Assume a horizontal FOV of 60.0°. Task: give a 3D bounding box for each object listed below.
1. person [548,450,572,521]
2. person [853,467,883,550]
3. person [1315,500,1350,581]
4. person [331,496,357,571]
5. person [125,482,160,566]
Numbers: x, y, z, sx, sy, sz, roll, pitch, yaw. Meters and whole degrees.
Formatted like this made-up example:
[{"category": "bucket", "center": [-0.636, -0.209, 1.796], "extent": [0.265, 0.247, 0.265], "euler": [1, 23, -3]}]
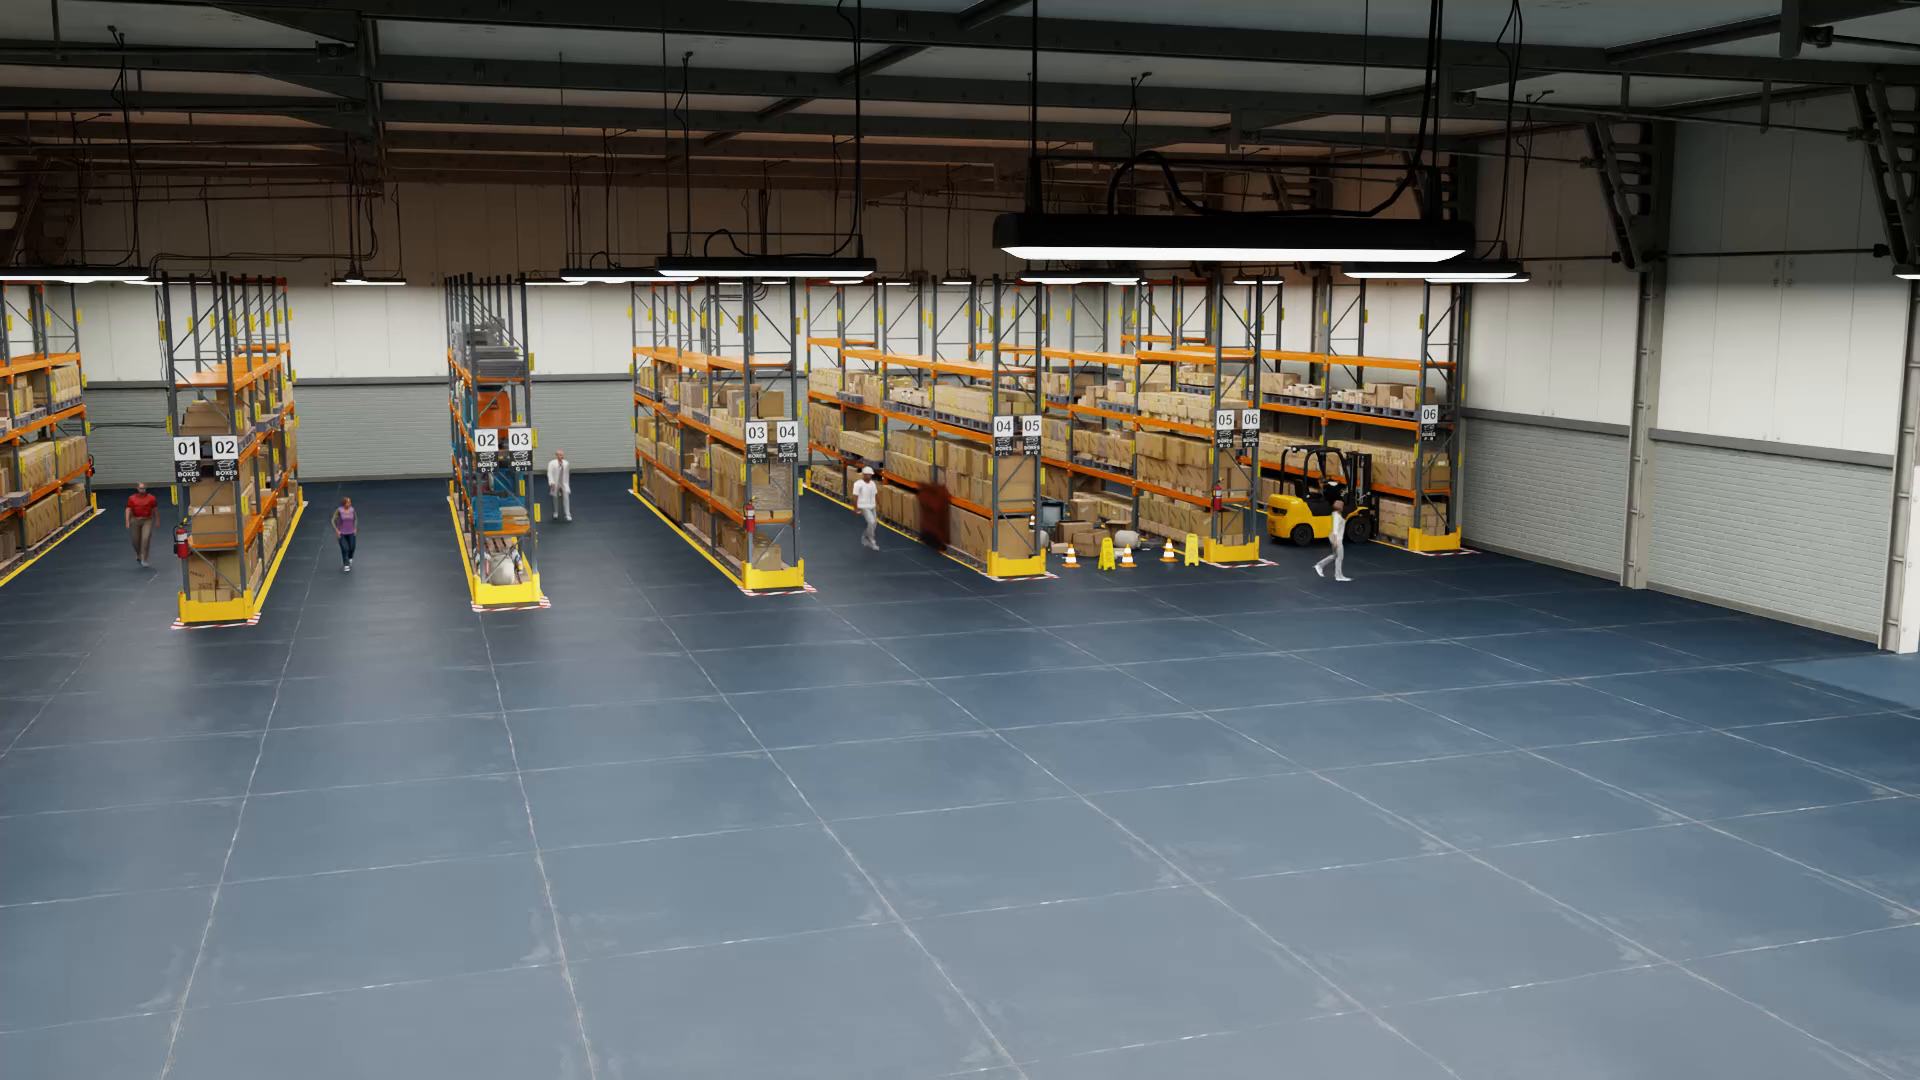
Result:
[{"category": "person", "center": [-9.929, -1.366, 41.190], "extent": [0.564, 1.715, 1.129], "euler": [-4, 9, -23]}, {"category": "person", "center": [-1.879, -0.687, 35.258], "extent": [0.790, 1.707, 0.593], "euler": [8, 12, 43]}, {"category": "person", "center": [7.361, -0.001, 32.805], "extent": [0.649, 1.585, 0.429], "euler": [0, 9, 3]}, {"category": "person", "center": [-12.552, -0.135, 33.935], "extent": [0.524, 1.538, 0.555], "euler": [-4, 10, -25]}, {"category": "person", "center": [-17.122, -0.341, 34.839], "extent": [0.623, 1.737, 0.785], "euler": [-4, 9, -24]}]
